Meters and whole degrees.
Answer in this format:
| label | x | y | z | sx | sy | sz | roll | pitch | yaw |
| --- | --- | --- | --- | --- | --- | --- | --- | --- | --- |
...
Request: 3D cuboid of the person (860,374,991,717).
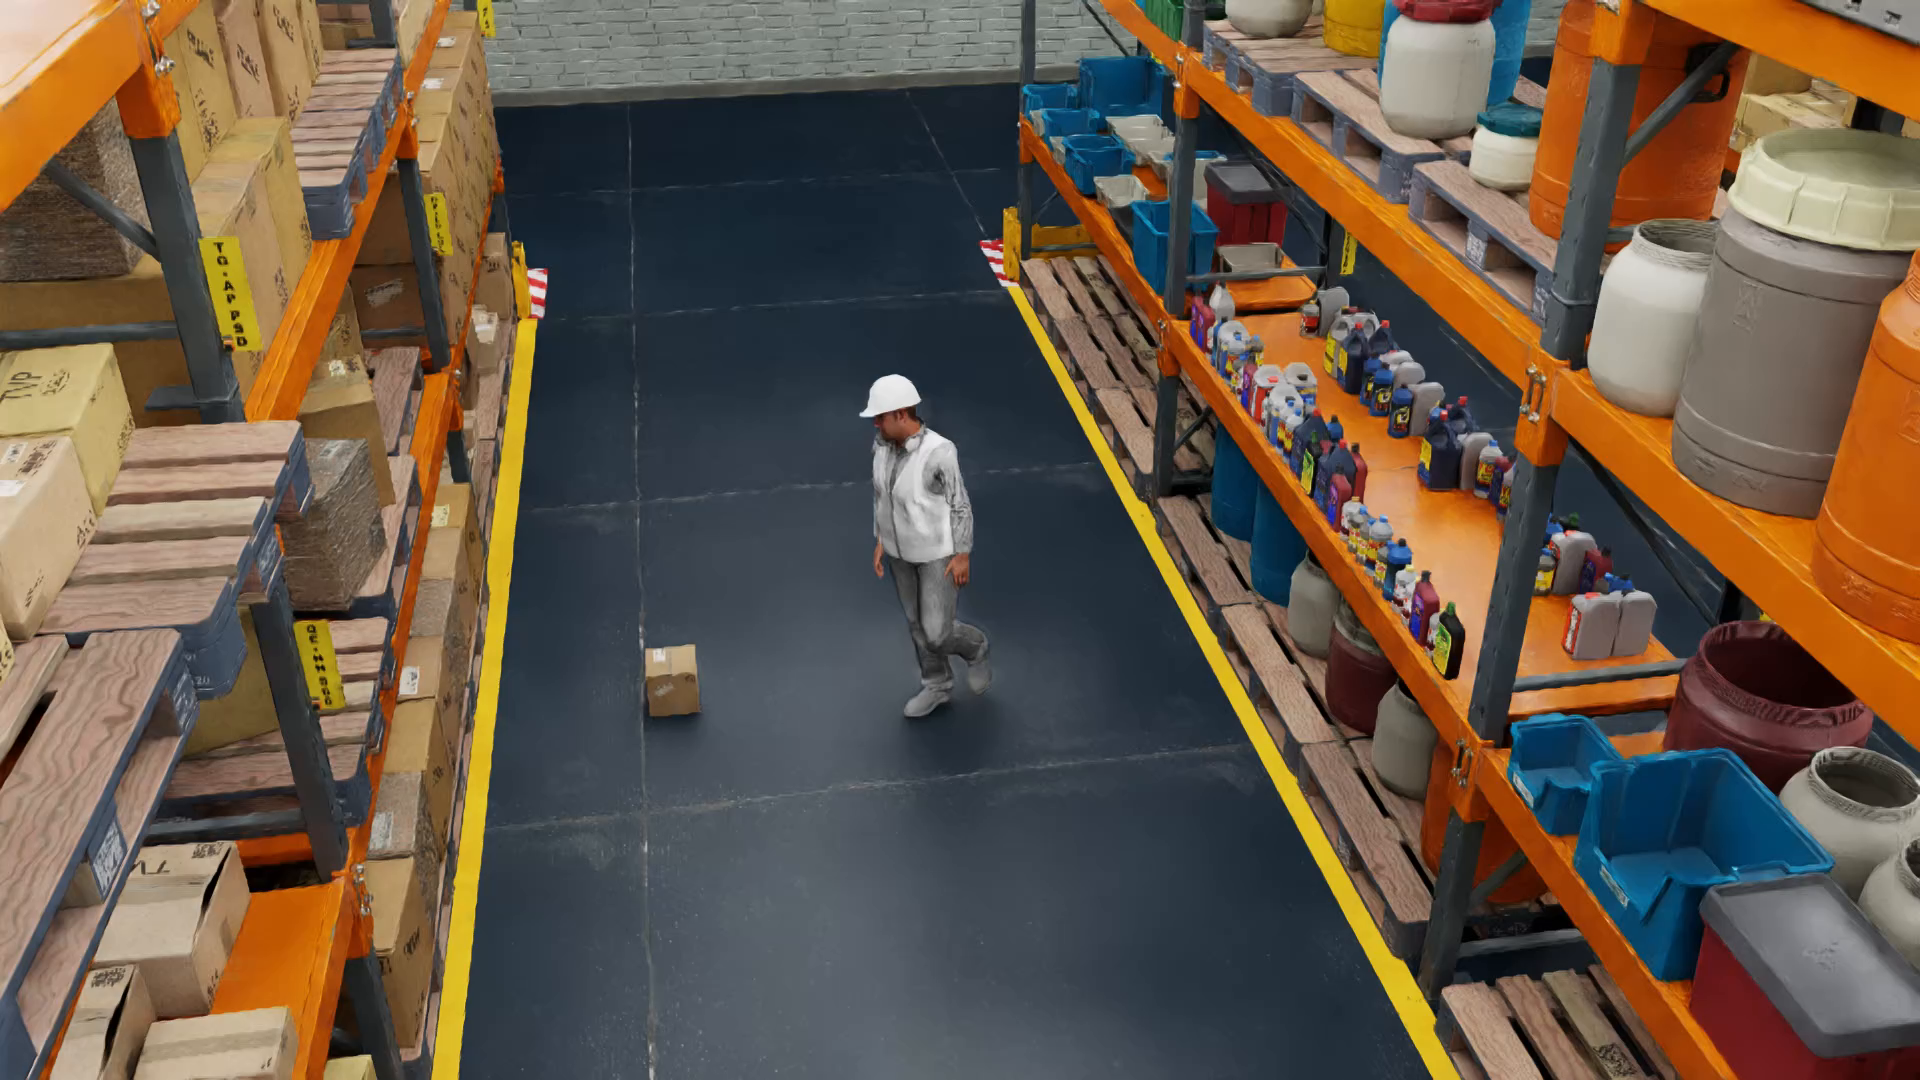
| label | x | y | z | sx | sy | sz | roll | pitch | yaw |
| --- | --- | --- | --- | --- | --- | --- | --- | --- | --- |
| person | -0.167 | 0.016 | 8.091 | 0.592 | 1.751 | 0.523 | 22 | 37 | 32 |
